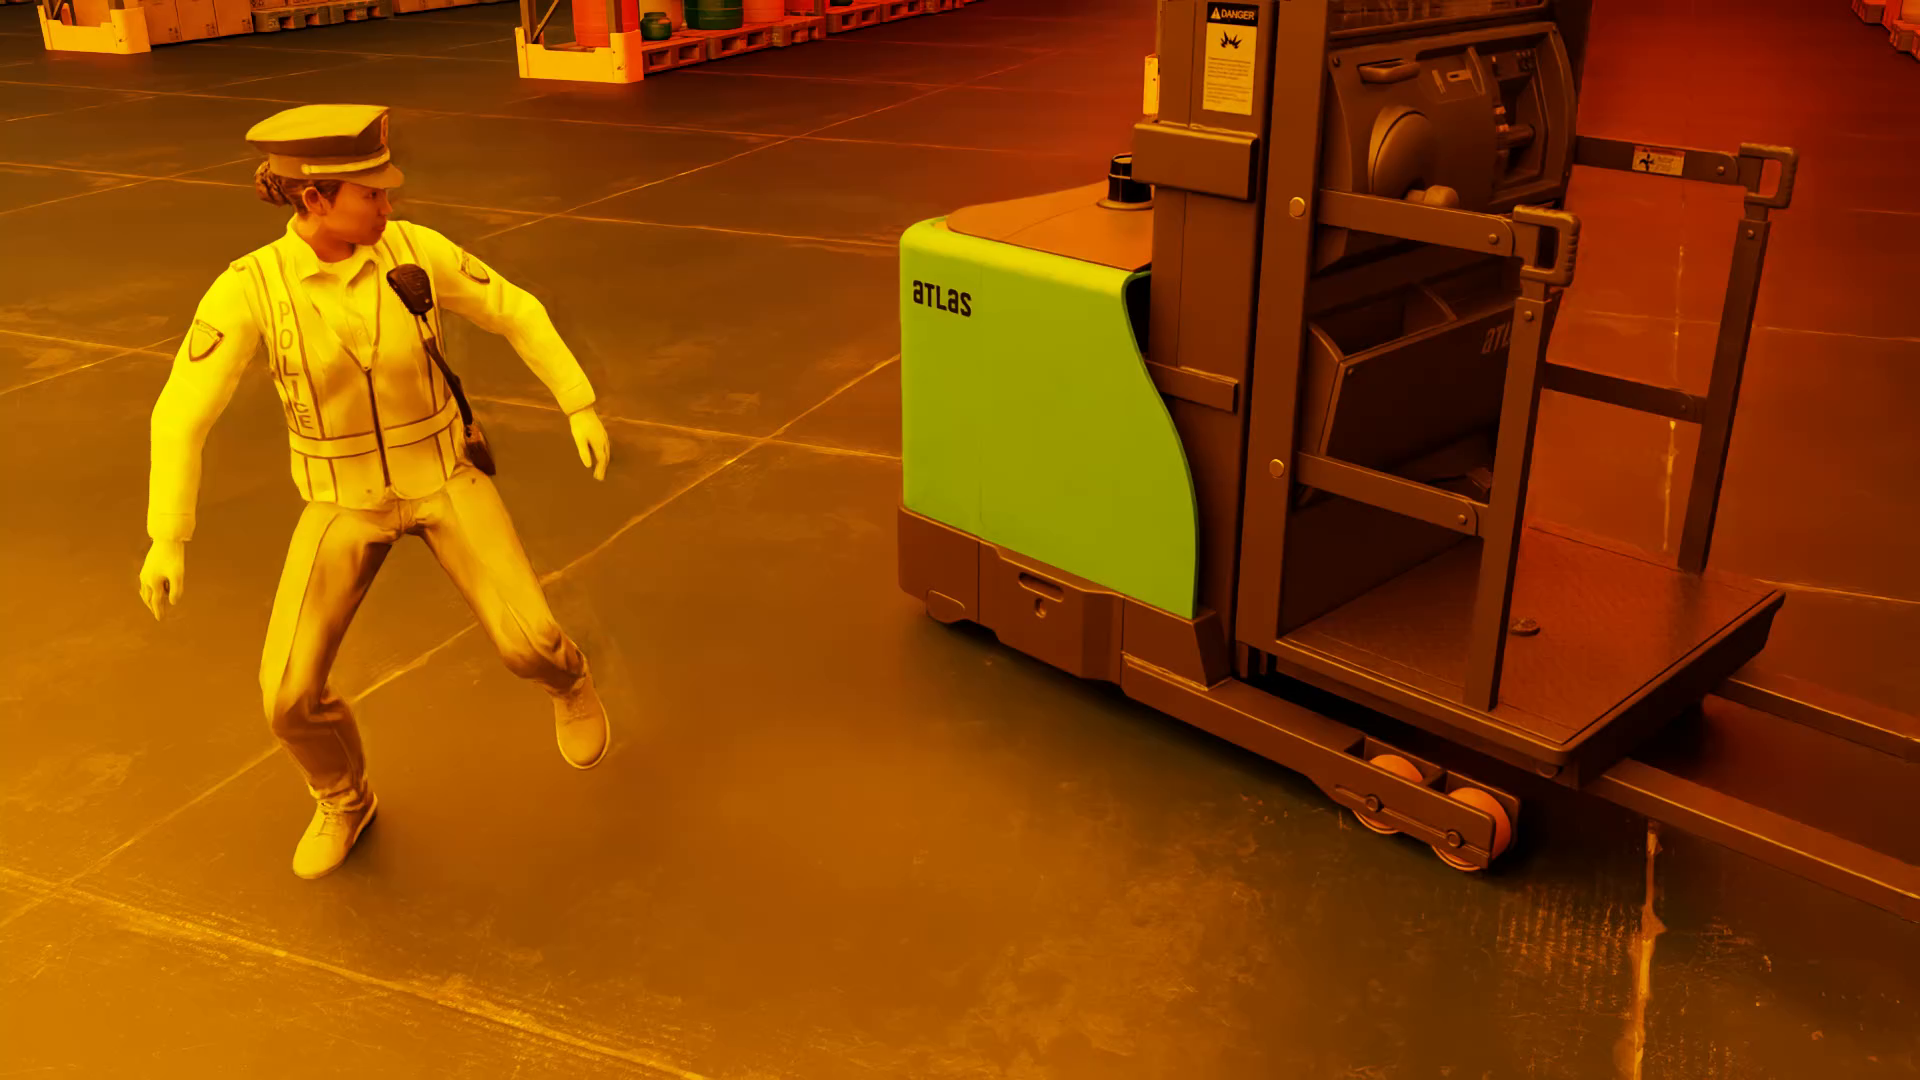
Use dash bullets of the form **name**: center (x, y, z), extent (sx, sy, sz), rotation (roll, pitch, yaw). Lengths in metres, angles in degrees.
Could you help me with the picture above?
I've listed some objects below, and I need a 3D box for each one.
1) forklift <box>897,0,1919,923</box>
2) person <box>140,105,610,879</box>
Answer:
- **forklift**: center (1.218, -0.892, 3.425), extent (1.130, 2.935, 3.031), rotation (-21, 30, -40)
- **person**: center (-1.149, -0.080, 3.338), extent (0.908, 1.555, 0.483), rotation (-7, 24, -15)
